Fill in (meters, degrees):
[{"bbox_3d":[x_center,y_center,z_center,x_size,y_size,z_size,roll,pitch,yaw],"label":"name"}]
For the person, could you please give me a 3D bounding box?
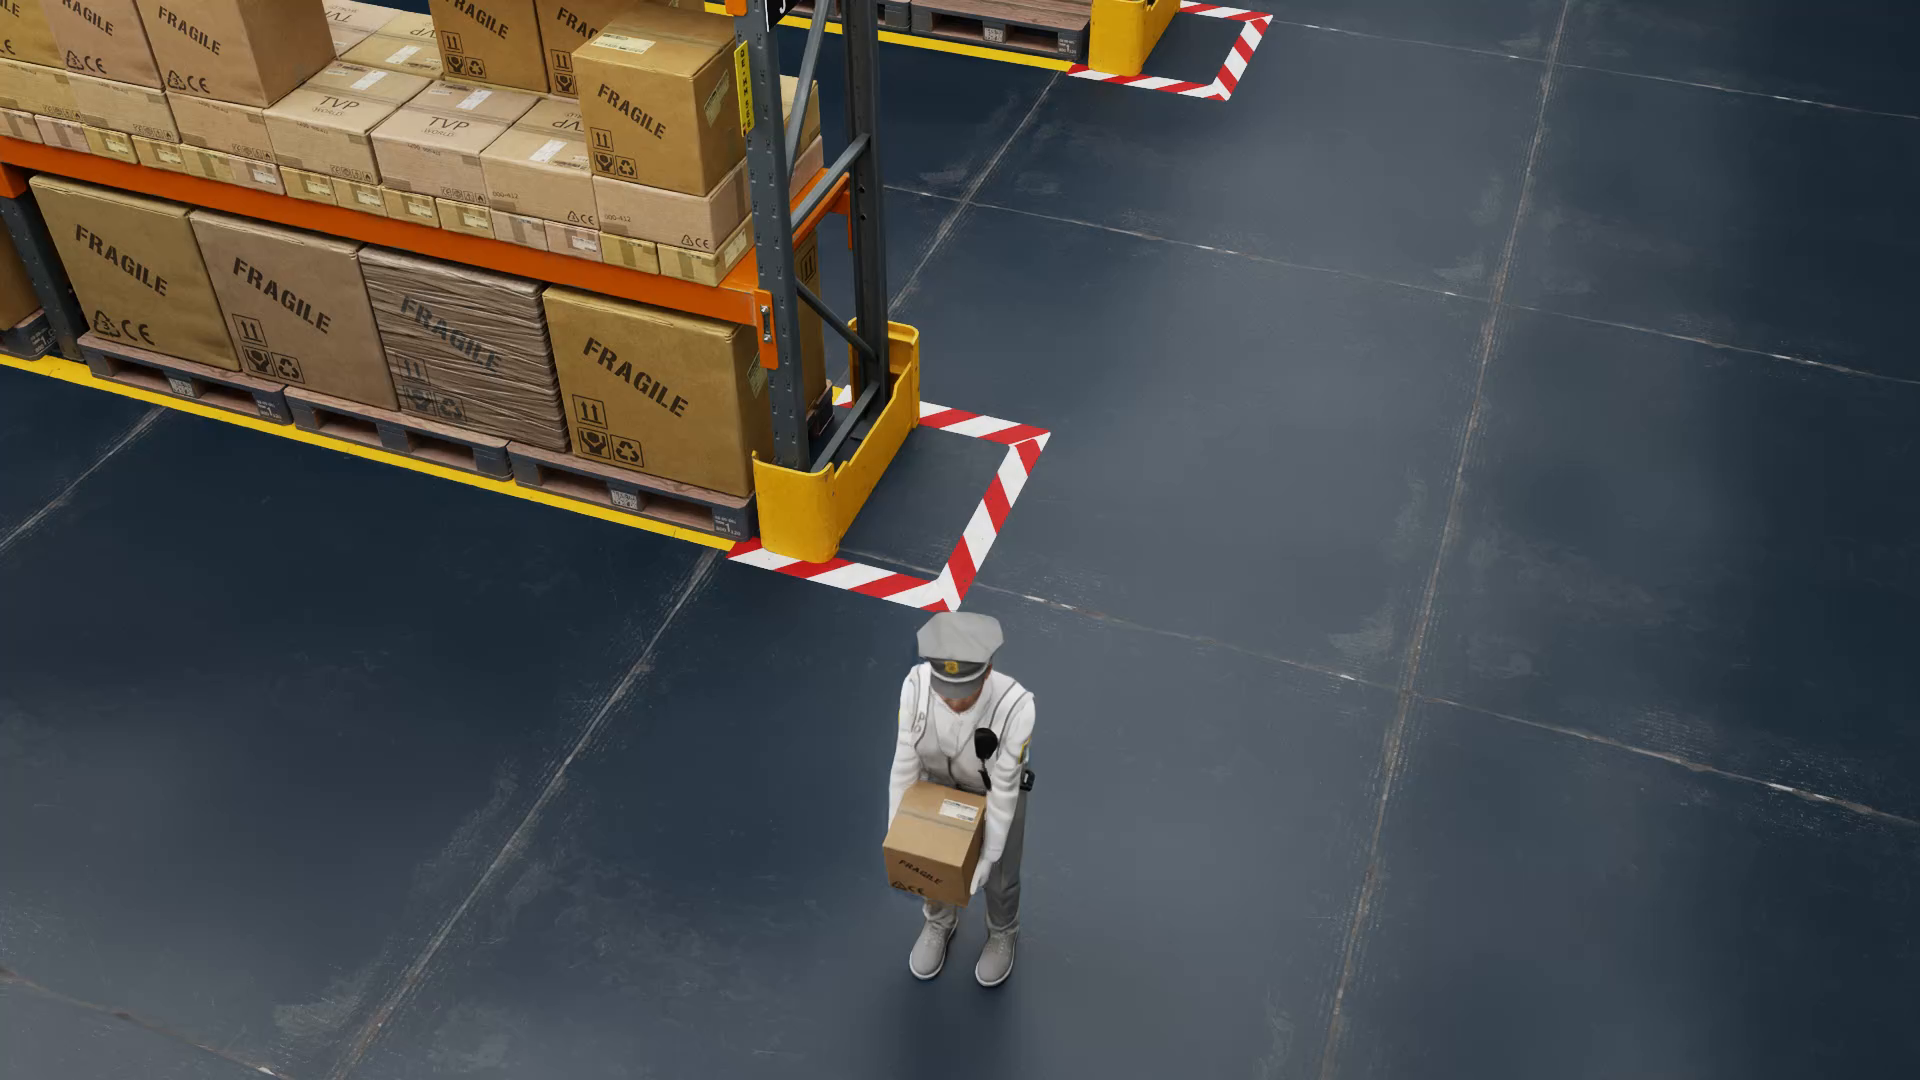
[{"bbox_3d":[0.012,0.849,5.227,0.414,1.648,0.550,13,43,14],"label":"person"}]
